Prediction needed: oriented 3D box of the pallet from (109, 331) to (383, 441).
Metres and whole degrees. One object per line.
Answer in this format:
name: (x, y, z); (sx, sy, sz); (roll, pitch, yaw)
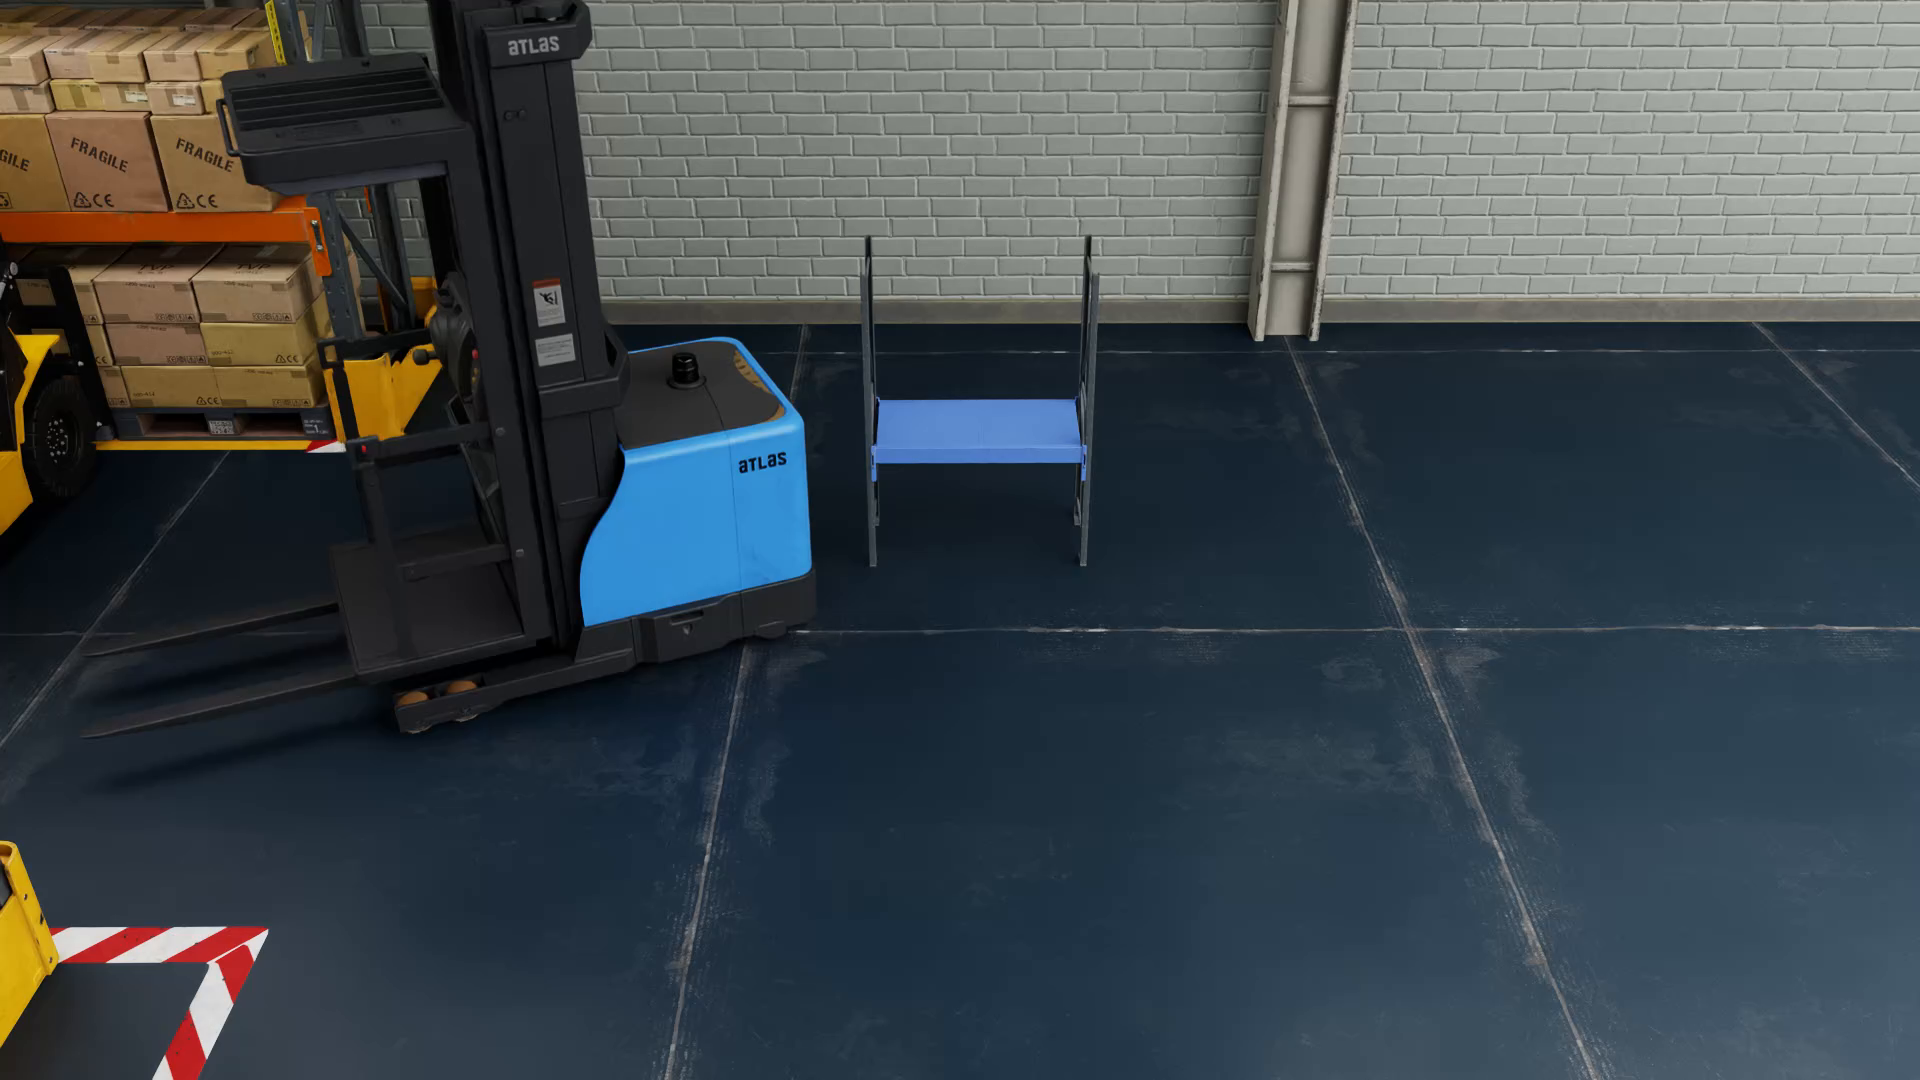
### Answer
pallet: (-4.047, -0.893, 9.519); (1.213, 0.211, 1.003); (0, 31, 0)

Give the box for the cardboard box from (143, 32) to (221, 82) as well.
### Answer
cardboard box: (-3.886, -2.430, 8.354); (0.250, 0.149, 0.380); (0, 31, 0)

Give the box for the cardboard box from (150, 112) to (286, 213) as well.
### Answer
cardboard box: (-3.773, -2.015, 8.582); (0.500, 0.500, 0.500); (-1, 31, -1)

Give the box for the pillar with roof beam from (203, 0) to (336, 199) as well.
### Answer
pillar with roof beam: (-3.958, -2.907, 4.366); (0.400, 9.000, 9.100); (0, 31, 0)

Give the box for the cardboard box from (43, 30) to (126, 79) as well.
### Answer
cardboard box: (-4.396, -2.453, 8.392); (0.250, 0.149, 0.380); (0, 31, 0)

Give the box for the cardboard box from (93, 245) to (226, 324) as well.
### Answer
cardboard box: (-4.251, -1.373, 8.904); (0.500, 0.250, 0.500); (0, 31, 1)

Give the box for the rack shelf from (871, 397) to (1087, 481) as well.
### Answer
rack shelf: (0.085, -0.488, 7.955); (1.000, 0.185, 0.538); (0, 31, 0)

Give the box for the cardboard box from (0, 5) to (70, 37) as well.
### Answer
cardboard box: (-4.919, -2.719, 8.831); (0.250, 0.149, 0.380); (-1, 31, -1)

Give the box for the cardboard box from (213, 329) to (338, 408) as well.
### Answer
cardboard box: (-3.750, -0.948, 9.167); (0.500, 0.250, 0.500); (0, 31, 0)

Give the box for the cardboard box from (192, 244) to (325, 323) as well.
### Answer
cardboard box: (-3.741, -1.378, 8.911); (0.500, 0.250, 0.500); (1, 31, 1)

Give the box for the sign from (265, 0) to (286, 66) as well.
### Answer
sign: (-3.293, -2.425, 8.010); (0.005, 0.325, 0.100); (0, 31, 0)

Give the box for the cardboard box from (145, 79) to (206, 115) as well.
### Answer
cardboard box: (-3.883, -2.267, 8.373); (0.250, 0.149, 0.380); (0, 31, 0)

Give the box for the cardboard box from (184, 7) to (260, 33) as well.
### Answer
cardboard box: (-3.886, -2.698, 8.797); (0.250, 0.149, 0.380); (1, 31, 1)

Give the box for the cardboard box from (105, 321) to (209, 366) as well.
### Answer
cardboard box: (-4.269, -1.168, 9.047); (0.500, 0.250, 0.500); (0, 31, -1)

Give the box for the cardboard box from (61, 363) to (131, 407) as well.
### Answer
cardboard box: (-4.748, -0.955, 9.178); (0.500, 0.250, 0.500); (0, 31, 0)

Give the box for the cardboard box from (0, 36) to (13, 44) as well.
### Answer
cardboard box: (-4.915, -2.391, 8.290); (0.250, 0.149, 0.380); (0, 31, 1)

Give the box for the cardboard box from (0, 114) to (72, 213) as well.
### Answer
cardboard box: (-4.804, -2.016, 8.585); (0.500, 0.500, 0.500); (-1, 31, -1)

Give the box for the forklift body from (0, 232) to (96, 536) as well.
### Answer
forklift body: (-5.167, -0.795, 7.486); (1.214, 2.155, 2.313); (0, 31, 0)

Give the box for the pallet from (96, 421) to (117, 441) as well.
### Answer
pallet: (-5.264, -0.891, 9.515); (1.213, 0.211, 1.003); (0, 31, 0)

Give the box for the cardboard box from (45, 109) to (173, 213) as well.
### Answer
cardboard box: (-4.292, -2.018, 8.588); (0.500, 0.500, 0.500); (1, 31, 1)

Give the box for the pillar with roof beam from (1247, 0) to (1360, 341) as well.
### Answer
pillar with roof beam: (2.042, -2.926, 4.397); (0.400, 9.000, 9.100); (0, 31, 0)

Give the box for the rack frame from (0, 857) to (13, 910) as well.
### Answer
rack frame: (-3.248, 0.465, 4.592); (0.127, 3.000, 1.000); (0, 31, 0)

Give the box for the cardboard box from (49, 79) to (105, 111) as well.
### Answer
cardboard box: (-4.390, -2.303, 8.433); (0.250, 0.149, 0.380); (0, 31, -1)

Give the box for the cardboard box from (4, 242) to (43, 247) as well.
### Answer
cardboard box: (-5.276, -1.640, 9.344); (0.500, 0.250, 0.500); (-1, 31, -1)

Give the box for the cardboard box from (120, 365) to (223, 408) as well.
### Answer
cardboard box: (-4.247, -0.952, 9.173); (0.500, 0.250, 0.500); (0, 31, 0)

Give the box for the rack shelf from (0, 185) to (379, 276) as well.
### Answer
rack shelf: (-5.282, -1.796, 9.012); (4.000, 0.370, 1.077); (0, 31, 0)

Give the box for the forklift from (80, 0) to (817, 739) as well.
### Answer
forklift: (-2.213, -0.763, 6.683); (3.031, 2.935, 1.130); (-13, 34, -21)

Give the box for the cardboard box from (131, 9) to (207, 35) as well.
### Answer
cardboard box: (-4.145, -2.675, 8.759); (0.250, 0.149, 0.380); (0, 31, 1)

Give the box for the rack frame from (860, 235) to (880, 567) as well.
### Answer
rack frame: (-0.423, -0.640, 7.859); (0.032, 1.500, 0.500); (0, 31, 0)

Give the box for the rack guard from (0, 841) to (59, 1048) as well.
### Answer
rack guard: (-3.324, 1.534, 5.240); (0.348, 0.500, 1.175); (0, 31, 0)

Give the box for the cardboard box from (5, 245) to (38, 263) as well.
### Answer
cardboard box: (-5.263, -1.369, 8.896); (0.500, 0.250, 0.500); (-1, 31, -1)

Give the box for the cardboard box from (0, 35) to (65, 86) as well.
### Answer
cardboard box: (-4.656, -2.394, 8.296); (0.250, 0.149, 0.380); (1, 31, 1)

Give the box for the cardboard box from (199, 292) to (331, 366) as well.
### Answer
cardboard box: (-3.767, -1.164, 9.040); (0.500, 0.250, 0.500); (-1, 31, -1)

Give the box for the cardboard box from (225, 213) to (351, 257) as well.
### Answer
cardboard box: (-3.764, -1.638, 9.340); (0.500, 0.250, 0.500); (-1, 31, -1)

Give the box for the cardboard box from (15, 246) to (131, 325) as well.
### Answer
cardboard box: (-4.756, -1.367, 8.893); (0.500, 0.250, 0.500); (0, 31, 0)

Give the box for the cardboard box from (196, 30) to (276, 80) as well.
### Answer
cardboard box: (-3.639, -2.447, 8.382); (0.250, 0.149, 0.380); (0, 31, 0)

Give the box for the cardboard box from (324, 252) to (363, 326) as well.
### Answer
cardboard box: (-3.754, -1.434, 9.485); (0.500, 0.250, 0.500); (0, 31, 1)

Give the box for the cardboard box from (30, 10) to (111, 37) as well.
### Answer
cardboard box: (-4.656, -2.668, 8.748); (0.250, 0.149, 0.380); (1, 31, 1)

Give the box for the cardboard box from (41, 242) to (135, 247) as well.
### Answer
cardboard box: (-4.764, -1.638, 9.341); (0.500, 0.250, 0.500); (0, 31, -1)

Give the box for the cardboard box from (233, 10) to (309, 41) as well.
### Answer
cardboard box: (-3.619, -2.667, 8.745); (0.250, 0.149, 0.380); (-1, 31, -1)

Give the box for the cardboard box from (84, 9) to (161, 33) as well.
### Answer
cardboard box: (-4.393, -2.682, 8.771); (0.250, 0.149, 0.380); (0, 31, 0)

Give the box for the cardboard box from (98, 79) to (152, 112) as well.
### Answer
cardboard box: (-4.142, -2.298, 8.424); (0.250, 0.149, 0.380); (0, 31, 1)

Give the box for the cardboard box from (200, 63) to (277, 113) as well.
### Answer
cardboard box: (-3.627, -2.283, 8.400); (0.250, 0.149, 0.380); (0, 31, 0)

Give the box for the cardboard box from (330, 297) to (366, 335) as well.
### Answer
cardboard box: (-3.774, -1.214, 9.604); (0.500, 0.250, 0.500); (0, 31, 0)

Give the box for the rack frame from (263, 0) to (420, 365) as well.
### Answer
rack frame: (-3.282, -2.110, 8.835); (0.127, 3.000, 1.000); (0, 31, 0)

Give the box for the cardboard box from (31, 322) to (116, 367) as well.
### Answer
cardboard box: (-4.785, -1.155, 9.026); (0.500, 0.250, 0.500); (-1, 31, -1)

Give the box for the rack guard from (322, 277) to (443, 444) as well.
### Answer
rack guard: (-3.258, -1.041, 9.484); (0.348, 0.500, 1.175); (0, 31, 0)

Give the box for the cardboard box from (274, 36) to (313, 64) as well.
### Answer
cardboard box: (-3.623, -2.563, 8.861); (0.250, 0.149, 0.380); (-1, 31, -2)

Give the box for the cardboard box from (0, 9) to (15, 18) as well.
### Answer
cardboard box: (-5.166, -2.677, 8.761); (0.250, 0.149, 0.380); (0, 31, 0)

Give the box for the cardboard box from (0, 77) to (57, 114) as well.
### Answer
cardboard box: (-4.657, -2.278, 8.391); (0.250, 0.149, 0.380); (-1, 31, -2)

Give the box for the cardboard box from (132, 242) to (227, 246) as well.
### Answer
cardboard box: (-4.264, -1.634, 9.334); (0.500, 0.250, 0.500); (0, 31, 0)

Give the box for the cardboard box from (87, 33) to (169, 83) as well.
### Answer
cardboard box: (-4.147, -2.415, 8.330); (0.250, 0.149, 0.380); (0, 31, 1)

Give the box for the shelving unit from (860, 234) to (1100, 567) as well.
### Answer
shelving unit: (0.085, -0.641, 7.861); (1.048, 1.500, 0.538); (0, 31, 0)

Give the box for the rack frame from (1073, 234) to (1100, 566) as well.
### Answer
rack frame: (0.594, -0.643, 7.864); (0.032, 1.500, 0.500); (0, 31, 0)
